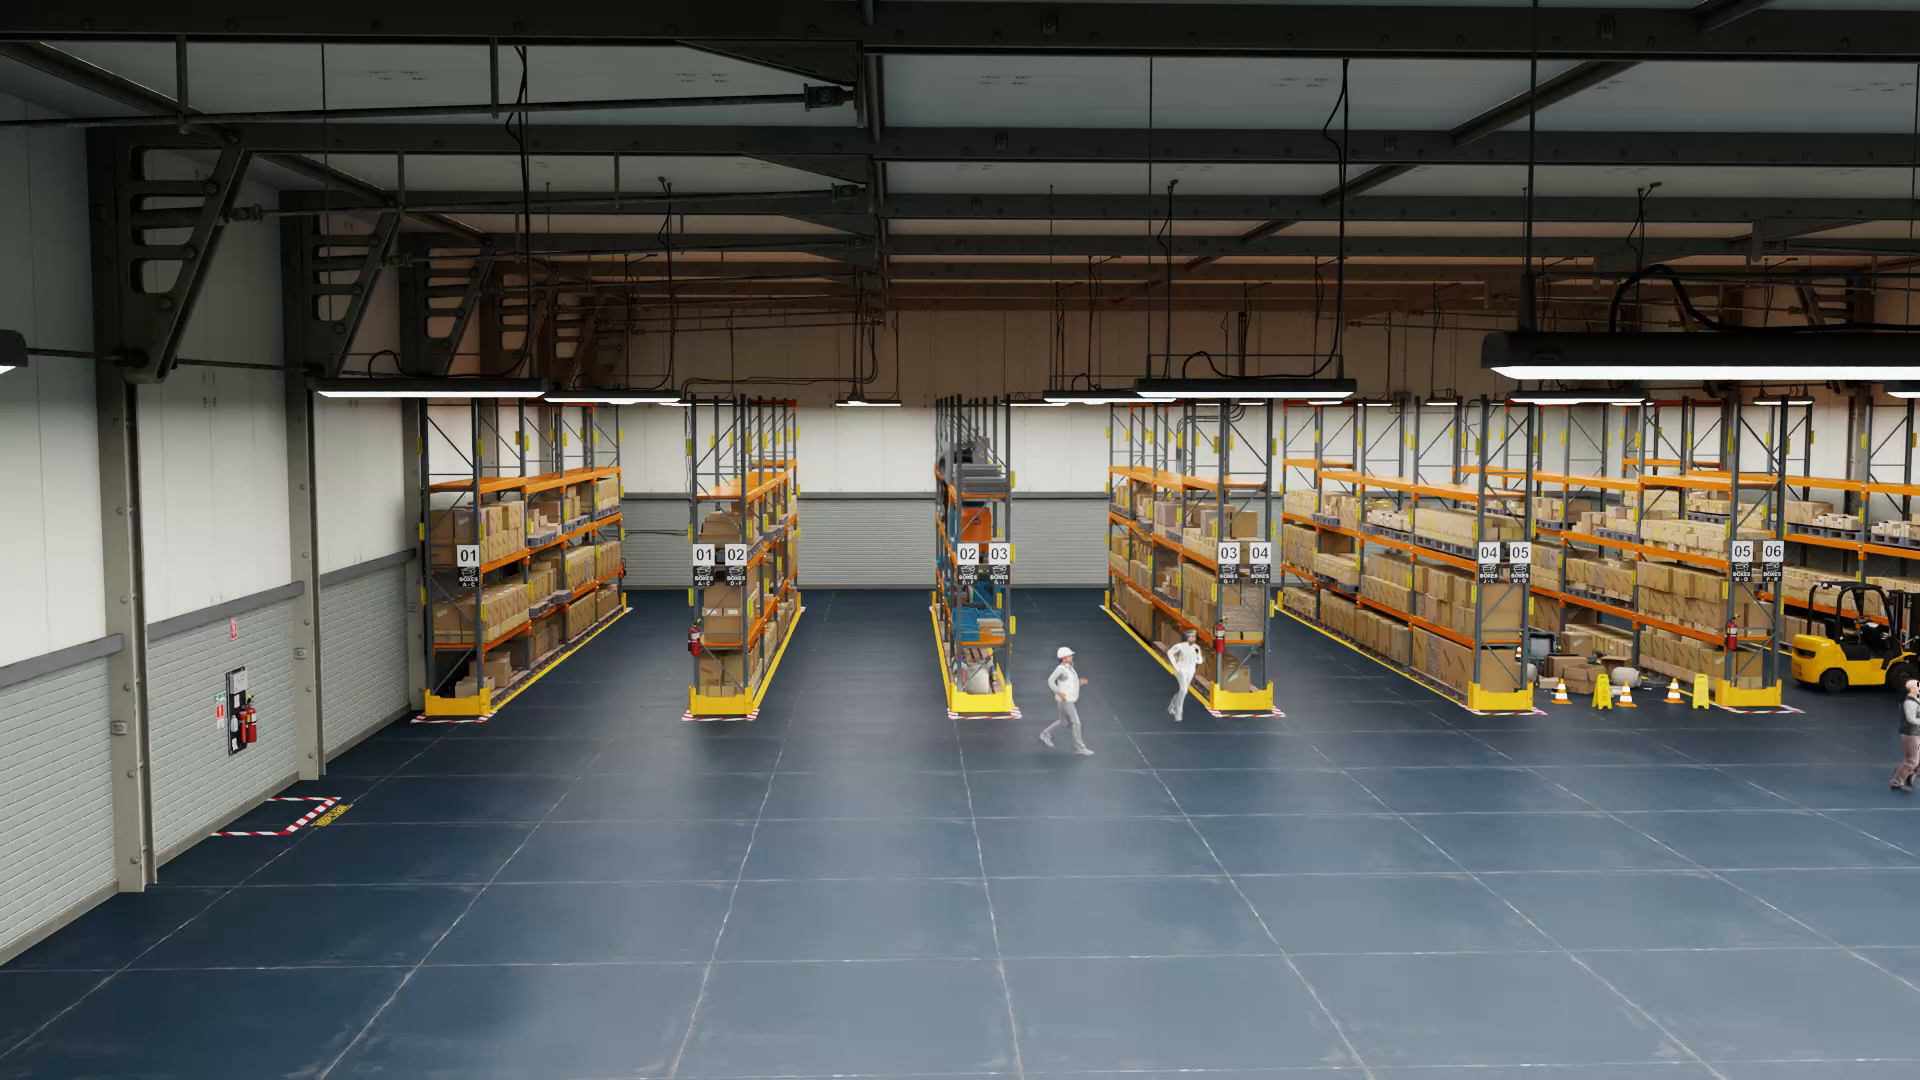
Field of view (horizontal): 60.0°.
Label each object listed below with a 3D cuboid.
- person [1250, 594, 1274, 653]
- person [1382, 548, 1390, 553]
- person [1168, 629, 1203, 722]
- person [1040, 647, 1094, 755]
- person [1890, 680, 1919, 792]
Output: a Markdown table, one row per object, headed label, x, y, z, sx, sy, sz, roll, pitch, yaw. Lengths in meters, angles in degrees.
| label | x | y | z | sx | sy | sz | roll | pitch | yaw |
| --- | --- | --- | --- | --- | --- | --- | --- | --- | --- |
| person | 6.997 | 1.793 | 38.680 | 0.685 | 1.737 | 0.822 | 0 | 4 | -1 |
| person | 12.781 | 1.038 | 49.272 | 0.869 | 1.605 | 0.567 | 0 | 5 | -5 |
| person | 4.162 | 2.486 | 30.832 | 0.645 | 1.700 | 0.691 | -2 | 5 | -22 |
| person | 1.762 | 2.649 | 27.525 | 0.969 | 1.758 | 0.655 | 1 | 5 | 18 |
| person | 14.236 | 2.918 | 24.744 | 0.641 | 1.683 | 0.637 | 4 | 6 | 40 |
